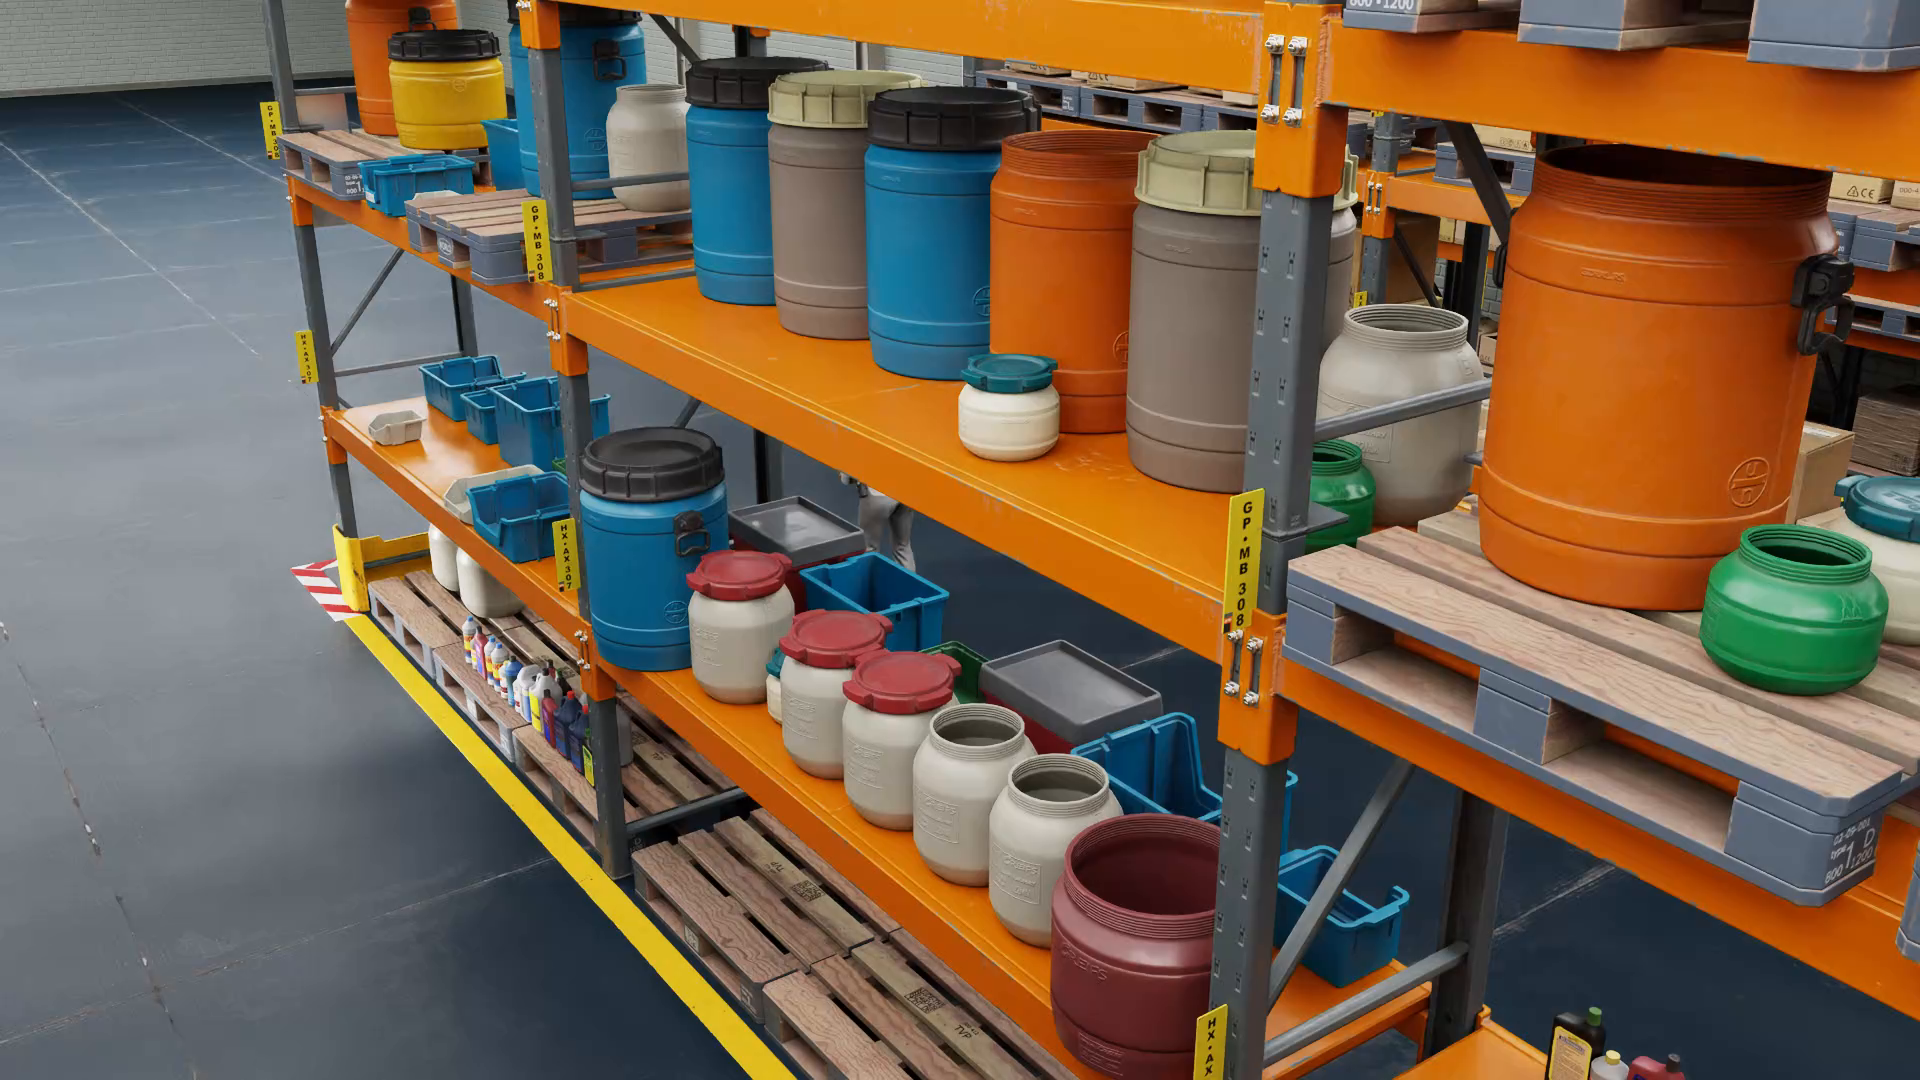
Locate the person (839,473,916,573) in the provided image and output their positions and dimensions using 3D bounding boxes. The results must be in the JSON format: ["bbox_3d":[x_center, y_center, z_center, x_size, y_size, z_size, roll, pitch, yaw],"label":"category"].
[{"bbox_3d":[-0.488,-0.291,10.286,0.461,1.687,0.555,-15,26,-33],"label":"person"}]
